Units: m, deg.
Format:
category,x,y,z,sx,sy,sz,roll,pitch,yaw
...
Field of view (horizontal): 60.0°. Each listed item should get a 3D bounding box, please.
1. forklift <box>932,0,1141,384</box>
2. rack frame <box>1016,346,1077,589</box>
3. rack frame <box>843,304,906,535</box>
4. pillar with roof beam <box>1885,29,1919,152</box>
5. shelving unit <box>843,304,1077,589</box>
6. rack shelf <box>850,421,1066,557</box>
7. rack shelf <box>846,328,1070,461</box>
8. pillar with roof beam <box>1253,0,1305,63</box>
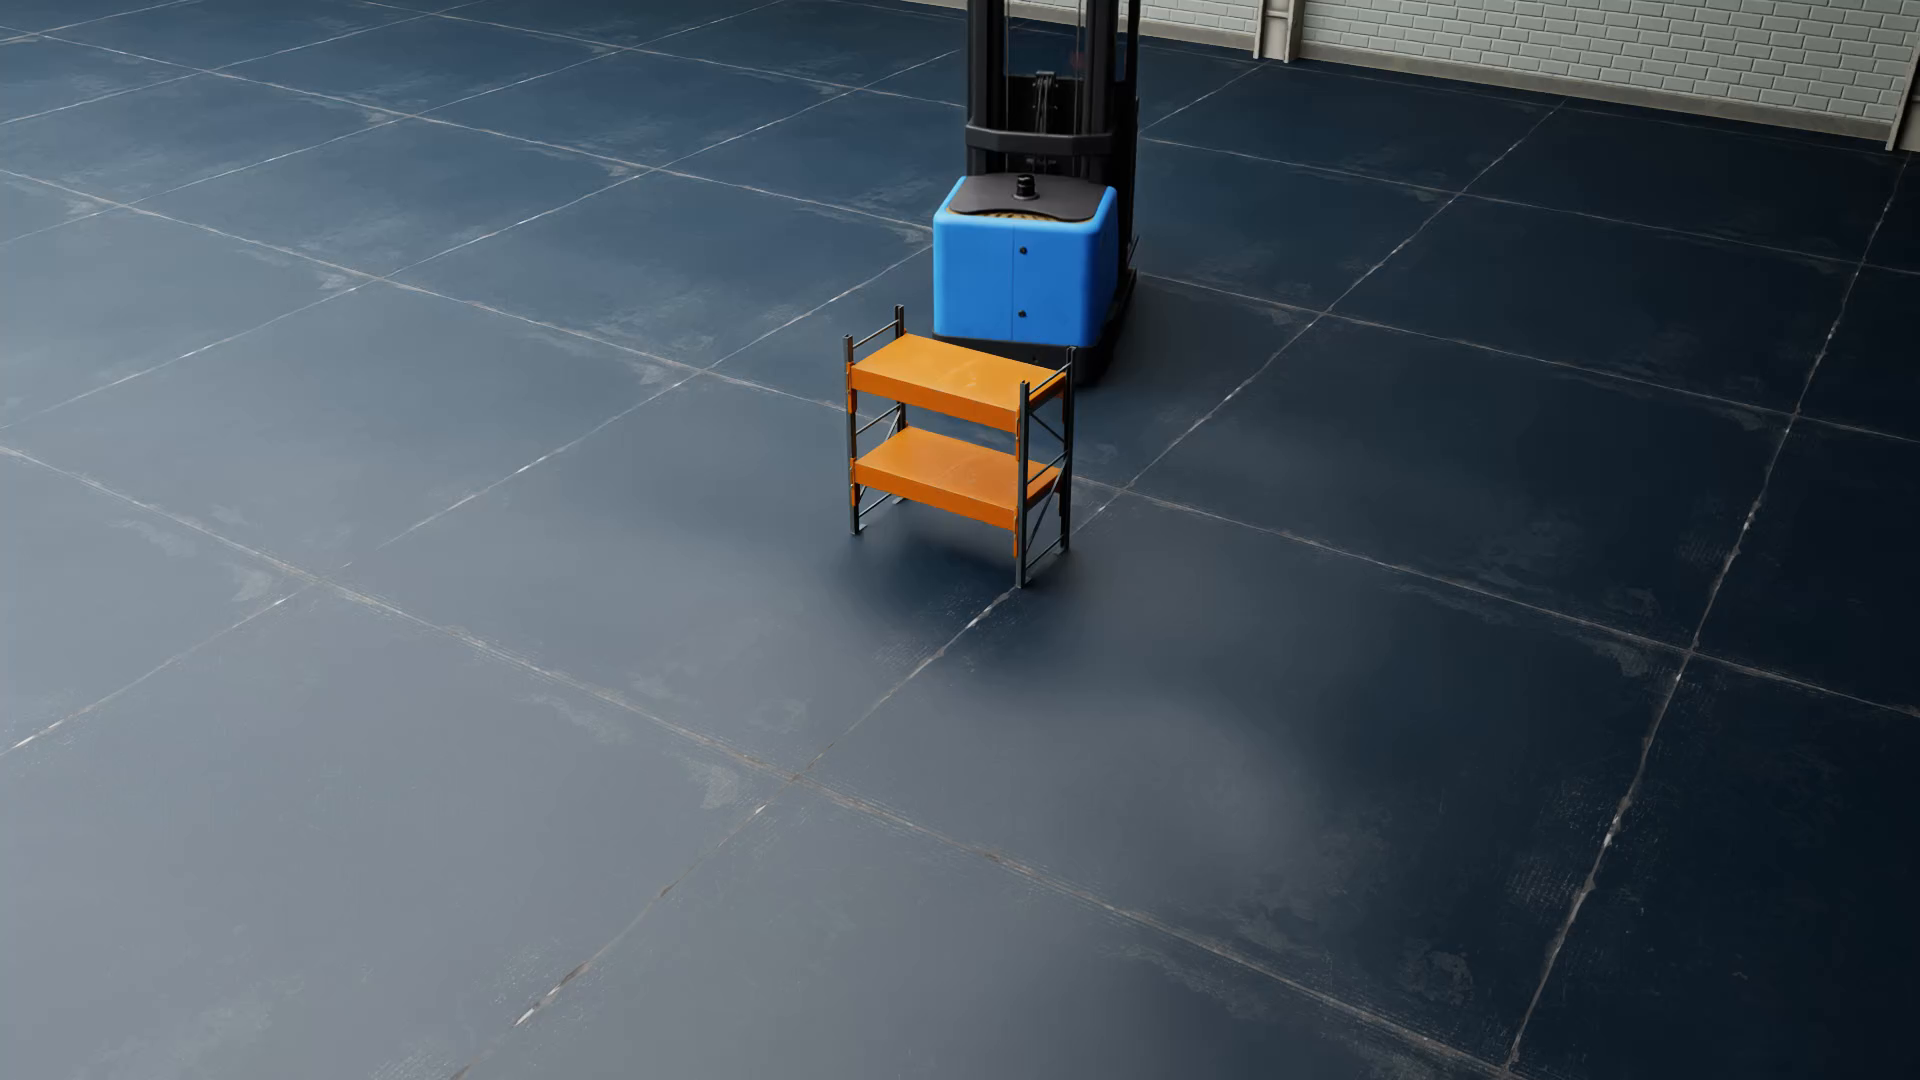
category,x,y,z,sx,sy,sz,roll,pitch,yaw
forklift,0.637,-2.960,10.915,1.130,2.935,3.031,6,31,11
rack frame,0.425,-0.351,8.236,0.032,1.125,0.500,18,35,27
rack frame,-0.436,-0.624,8.703,0.032,1.125,0.500,18,35,27
pillar with roof beam,6.108,-5.499,9.247,0.400,9.000,9.100,18,35,27
shelving unit,-0.006,-0.488,8.470,1.048,1.125,0.538,18,35,27
rack shelf,-0.006,-0.276,8.593,1.000,0.278,0.538,18,35,27
rack shelf,-0.006,-0.740,8.322,1.000,0.278,0.538,18,35,27
pillar with roof beam,1.026,-7.107,12.002,0.400,9.000,9.100,18,35,27
